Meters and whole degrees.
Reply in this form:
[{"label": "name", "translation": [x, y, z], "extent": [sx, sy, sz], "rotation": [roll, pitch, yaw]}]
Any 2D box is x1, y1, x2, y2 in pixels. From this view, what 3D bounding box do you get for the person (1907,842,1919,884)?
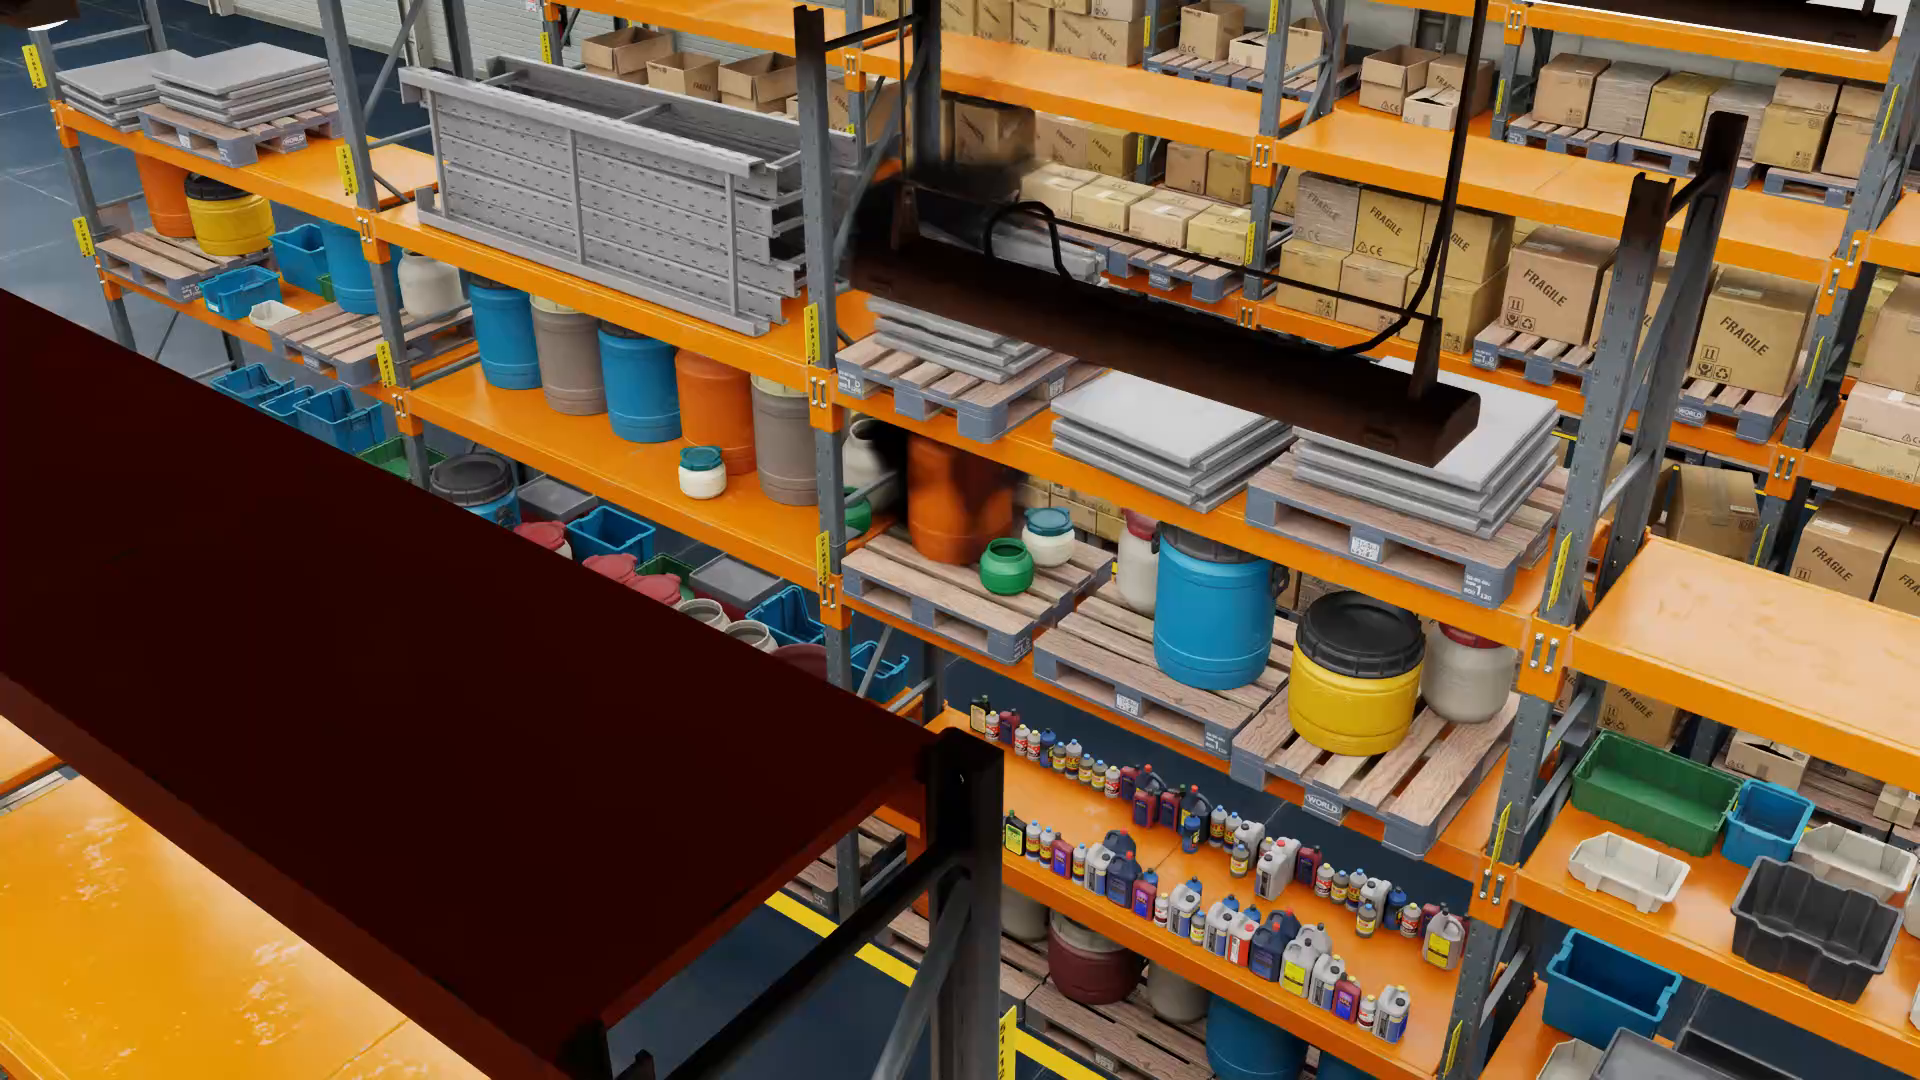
[{"label": "person", "translation": [5.915, 2.206, 10.015], "extent": [0.818, 1.769, 0.668], "rotation": [18, 36, 27]}]
